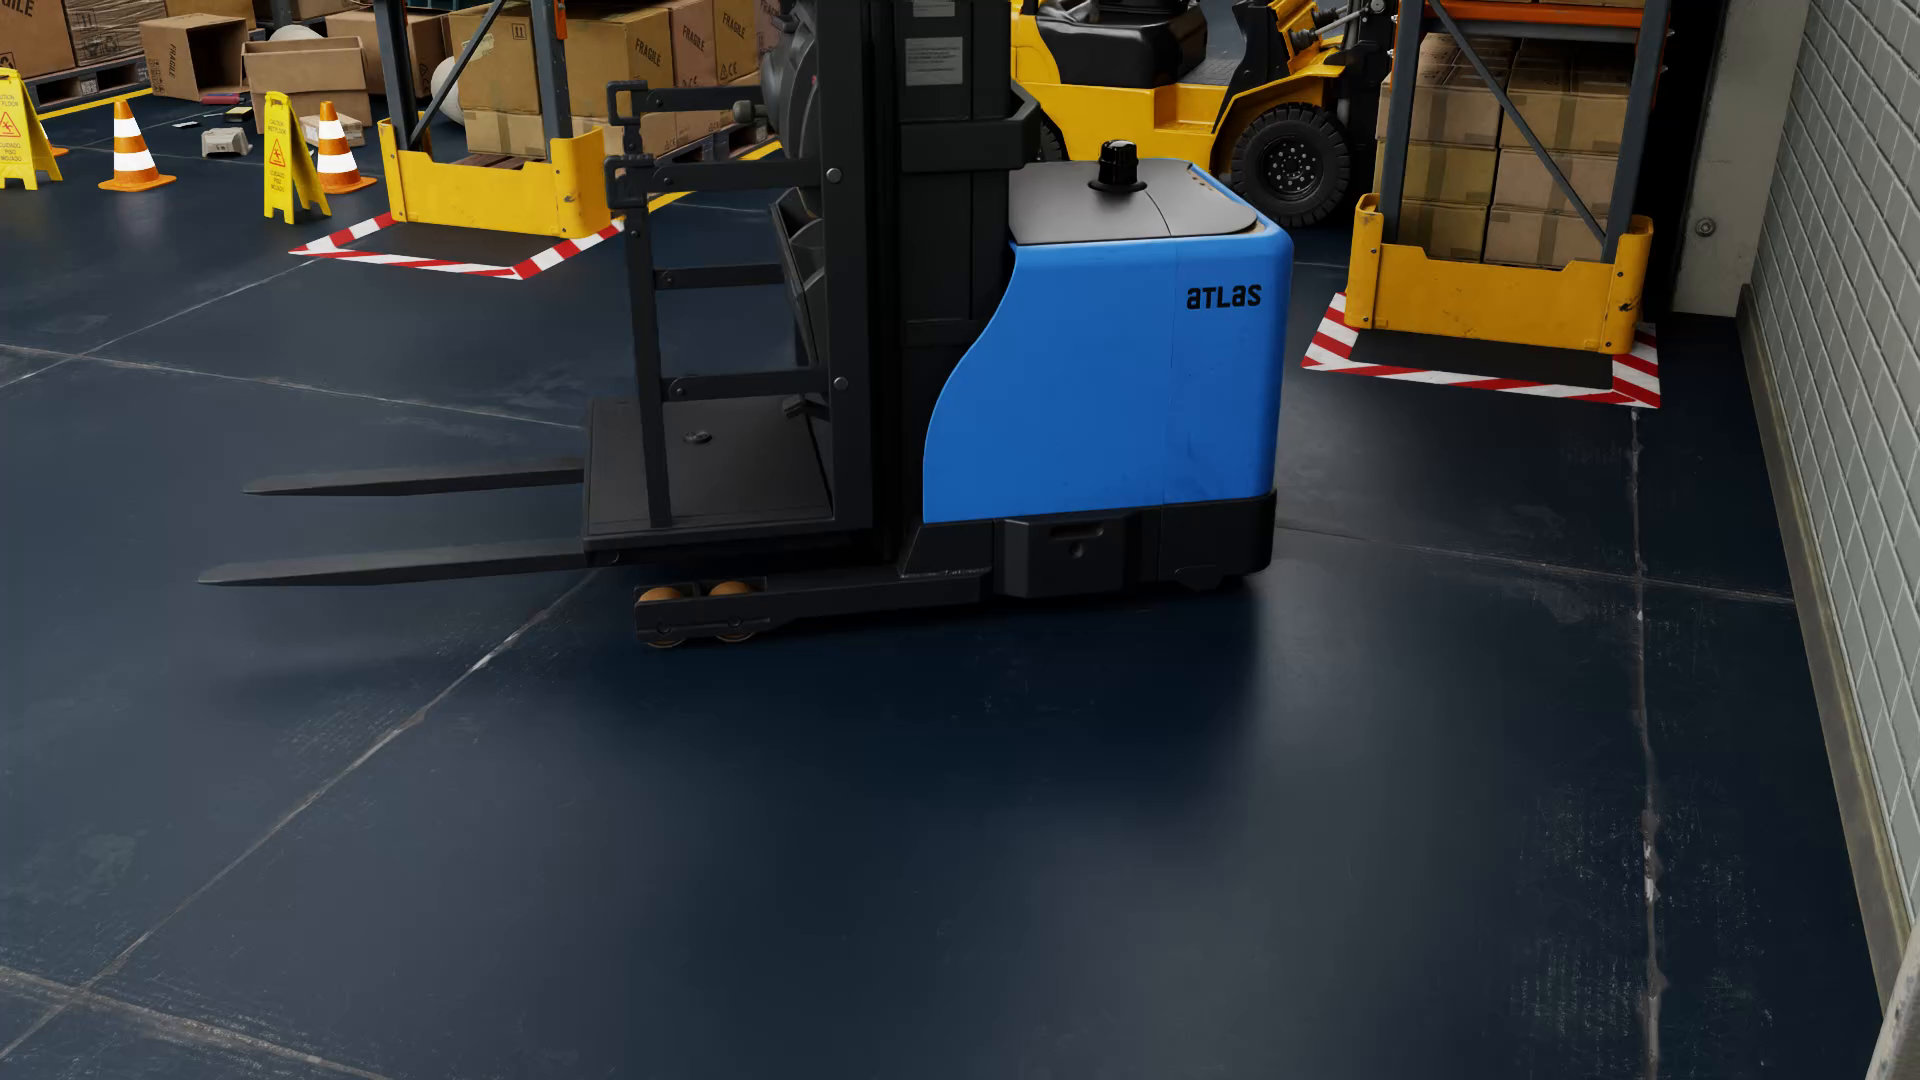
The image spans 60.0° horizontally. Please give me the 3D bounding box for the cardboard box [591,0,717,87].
[{"bbox_3d":[-1.717,-2.790,9.384,0.500,0.500,0.500,8,27,16],"label":"cardboard box"}]

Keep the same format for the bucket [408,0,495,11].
[{"bbox_3d":[-3.665,-4.125,12.340,0.726,0.611,0.620,20,22,35],"label":"bucket"}]

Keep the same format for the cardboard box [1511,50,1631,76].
[{"bbox_3d":[2.760,-2.044,7.555,0.500,0.250,0.500,9,27,18],"label":"cardboard box"}]

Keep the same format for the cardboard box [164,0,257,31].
[{"bbox_3d":[-6.069,-4.289,12.623,0.875,0.875,0.875,9,27,18],"label":"cardboard box"}]

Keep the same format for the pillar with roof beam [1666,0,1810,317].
[{"bbox_3d":[-0.719,-5.746,6.792,9.100,9.000,0.400,9,27,17],"label":"pillar with roof beam"}]

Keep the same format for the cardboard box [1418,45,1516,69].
[{"bbox_3d":[2.282,-2.113,7.698,0.500,0.250,0.500,9,27,18],"label":"cardboard box"}]

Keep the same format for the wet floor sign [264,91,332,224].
[{"bbox_3d":[-3.496,-2.002,8.645,0.267,0.644,0.232,20,32,35],"label":"wet floor sign"}]

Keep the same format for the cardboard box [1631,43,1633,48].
[{"bbox_3d":[3.114,-2.457,8.409,0.500,0.250,0.500,8,27,16],"label":"cardboard box"}]

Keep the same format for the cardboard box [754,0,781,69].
[{"bbox_3d":[-1.372,-3.216,10.264,0.500,0.500,0.500,10,28,20],"label":"cardboard box"}]

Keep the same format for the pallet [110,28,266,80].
[{"bbox_3d":[-6.121,-3.749,12.750,1.003,0.211,1.213,9,27,17],"label":"pallet"}]

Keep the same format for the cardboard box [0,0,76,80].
[{"bbox_3d":[-6.671,-3.544,11.084,0.875,0.875,0.875,8,27,17],"label":"cardboard box"}]

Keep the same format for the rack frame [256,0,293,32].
[{"bbox_3d":[-5.794,-5.305,12.764,1.000,3.000,0.127,9,27,17],"label":"rack frame"}]

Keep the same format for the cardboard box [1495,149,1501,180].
[{"bbox_3d":[2.303,-1.893,7.817,0.500,0.250,0.500,8,27,17],"label":"cardboard box"}]

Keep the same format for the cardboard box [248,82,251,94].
[{"bbox_3d":[-4.629,-3.101,11.349,0.396,0.266,0.258,14,29,26],"label":"cardboard box"}]

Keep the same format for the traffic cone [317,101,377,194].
[{"bbox_3d":[-3.497,-2.207,9.277,0.336,0.463,0.334,9,27,17],"label":"traffic cone"}]

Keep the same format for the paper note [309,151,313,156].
[{"bbox_3d":[-3.986,-2.326,10.018,0.148,0.019,0.142,0,26,-1],"label":"paper note"}]

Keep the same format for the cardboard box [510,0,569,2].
[{"bbox_3d":[-2.344,-3.093,9.265,0.380,0.149,0.250,10,27,19],"label":"cardboard box"}]

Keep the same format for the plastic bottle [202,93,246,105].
[{"bbox_3d":[-5.051,-3.036,11.450,0.283,0.061,0.133,0,26,-1],"label":"plastic bottle"}]

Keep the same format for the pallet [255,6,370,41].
[{"bbox_3d":[-5.608,-4.378,14.049,1.003,0.211,1.213,9,27,17],"label":"pallet"}]

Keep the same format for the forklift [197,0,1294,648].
[{"bbox_3d":[-0.639,-1.268,4.505,3.031,2.935,1.130,-5,26,-9],"label":"forklift"}]

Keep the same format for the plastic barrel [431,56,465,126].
[{"bbox_3d":[-3.164,-2.893,10.740,0.421,0.421,0.512,-14,29,-27],"label":"plastic barrel"}]

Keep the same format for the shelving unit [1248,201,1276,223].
[{"bbox_3d":[0.881,-0.658,5.576,0.210,0.900,0.258,-5,26,-10],"label":"shelving unit"}]

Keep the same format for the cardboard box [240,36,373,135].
[{"bbox_3d":[-4.226,-2.950,10.766,0.797,0.503,0.637,-9,27,-18],"label":"cardboard box"}]

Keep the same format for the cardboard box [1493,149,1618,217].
[{"bbox_3d":[2.611,-1.606,7.224,0.500,0.250,0.500,9,27,18],"label":"cardboard box"}]

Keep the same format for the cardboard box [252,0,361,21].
[{"bbox_3d":[-5.672,-4.749,13.717,1.050,0.750,0.750,9,27,17],"label":"cardboard box"}]

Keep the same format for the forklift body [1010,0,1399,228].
[{"bbox_3d":[1.169,-2.928,8.830,2.313,2.155,1.214,9,27,17],"label":"forklift body"}]

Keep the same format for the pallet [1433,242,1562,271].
[{"bbox_3d":[2.474,-1.332,7.758,1.003,0.211,1.213,9,27,17],"label":"pallet"}]

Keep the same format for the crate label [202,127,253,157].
[{"bbox_3d":[-4.453,-2.413,10.077,0.250,0.136,0.298,-5,26,-9],"label":"crate label"}]

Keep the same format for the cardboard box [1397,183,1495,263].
[{"bbox_3d":[2.117,-1.457,7.490,0.500,0.250,0.500,9,27,18],"label":"cardboard box"}]

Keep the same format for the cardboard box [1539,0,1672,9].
[{"bbox_3d":[2.686,-2.475,6.804,0.500,0.500,0.500,10,27,19],"label":"cardboard box"}]

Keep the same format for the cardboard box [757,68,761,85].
[{"bbox_3d":[-1.377,-2.869,10.408,0.500,0.250,0.500,9,27,18],"label":"cardboard box"}]

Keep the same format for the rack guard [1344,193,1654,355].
[{"bbox_3d":[2.251,-1.131,7.013,1.175,0.500,0.348,9,27,17],"label":"rack guard"}]

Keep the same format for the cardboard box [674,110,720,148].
[{"bbox_3d":[-1.717,-2.436,9.513,0.500,0.250,0.500,10,27,19],"label":"cardboard box"}]

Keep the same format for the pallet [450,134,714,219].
[{"bbox_3d":[-2.094,-2.090,9.324,1.003,0.211,1.213,9,27,17],"label":"pallet"}]

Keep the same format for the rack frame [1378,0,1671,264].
[{"bbox_3d":[2.259,-2.266,6.489,1.000,3.000,0.127,9,27,17],"label":"rack frame"}]

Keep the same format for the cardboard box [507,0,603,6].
[{"bbox_3d":[-2.232,-2.856,9.519,0.500,0.500,0.500,10,28,19],"label":"cardboard box"}]

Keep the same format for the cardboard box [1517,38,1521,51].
[{"bbox_3d":[2.617,-2.529,8.557,0.500,0.250,0.500,8,27,16],"label":"cardboard box"}]

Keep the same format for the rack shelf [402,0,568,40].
[{"bbox_3d":[-1.758,-3.483,9.827,1.077,0.370,4.000,9,27,17],"label":"rack shelf"}]
